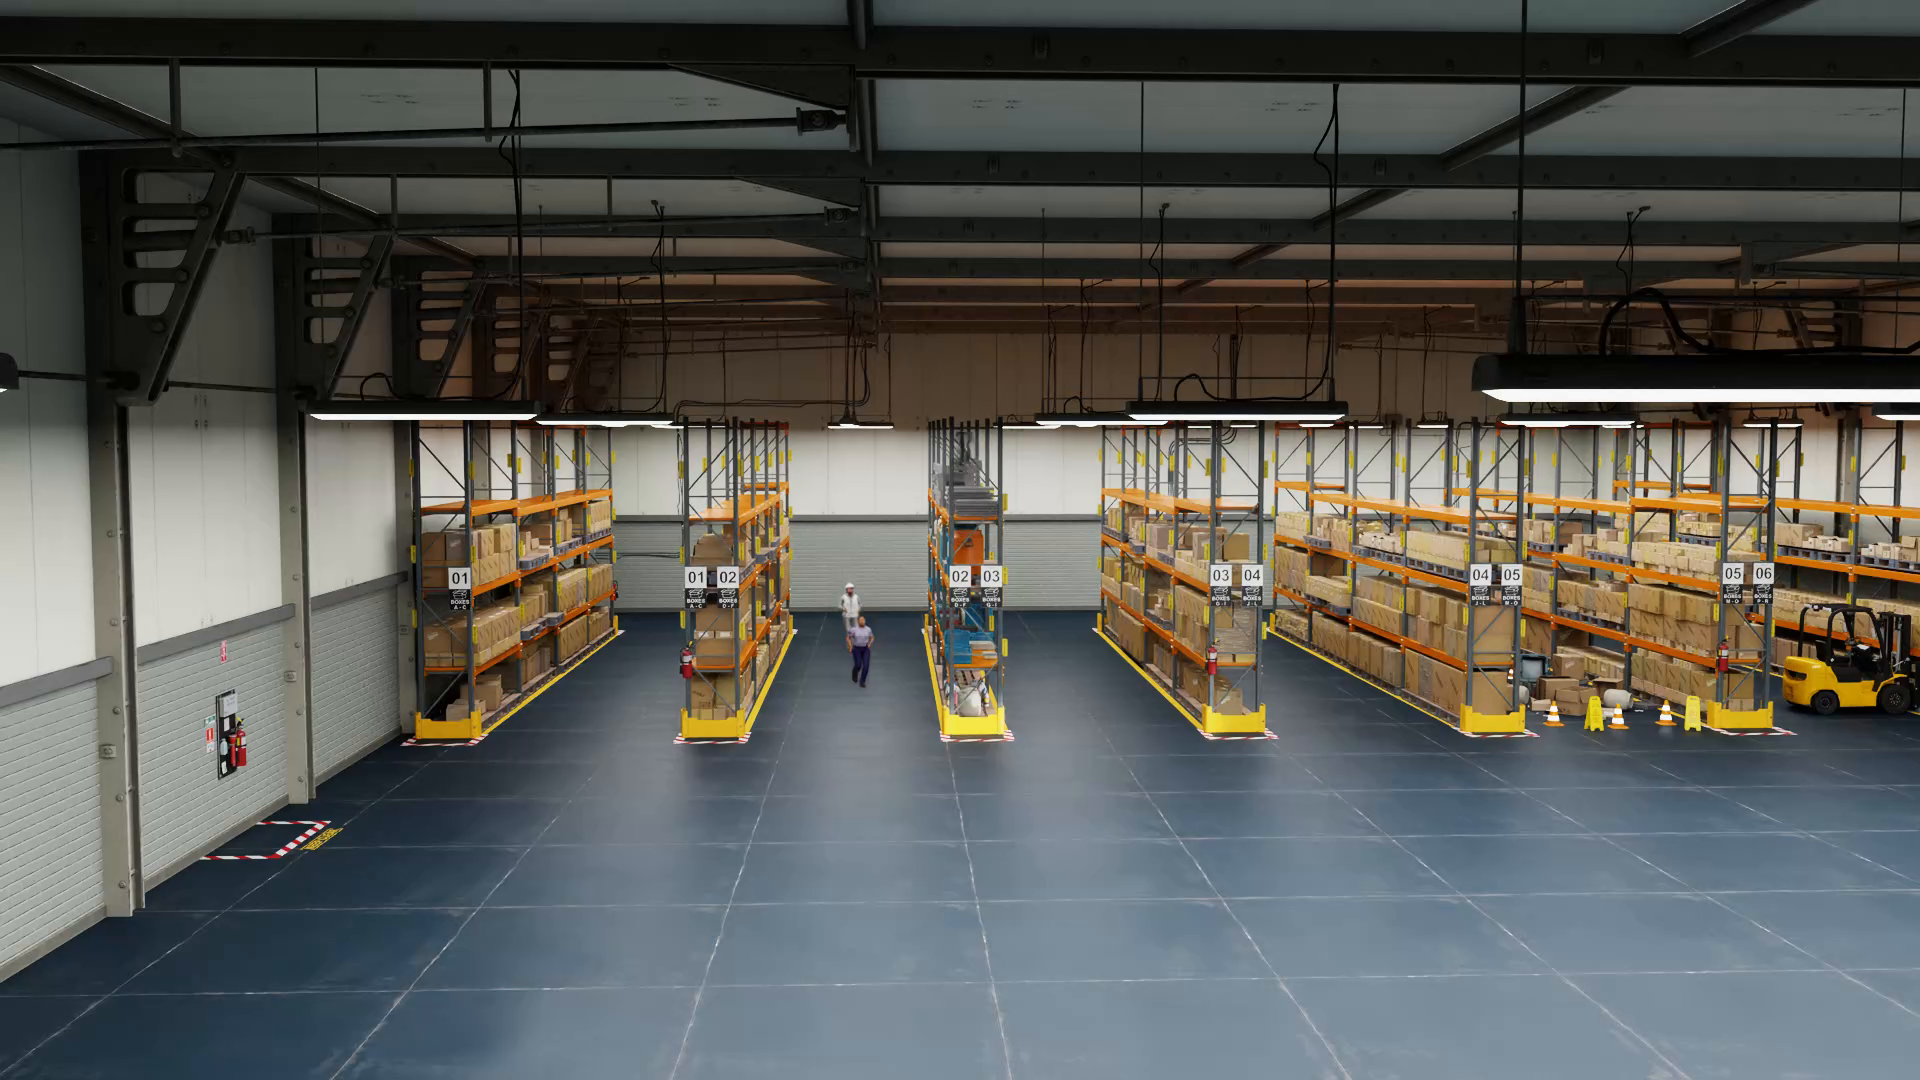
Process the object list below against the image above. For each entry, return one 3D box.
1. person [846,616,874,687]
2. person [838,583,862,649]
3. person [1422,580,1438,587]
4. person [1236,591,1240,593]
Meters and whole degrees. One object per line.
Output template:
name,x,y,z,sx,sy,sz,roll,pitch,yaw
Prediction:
person,-2.200,2.495,37.206,0.615,1.596,0.551,-1,4,-16
person,-2.864,2.005,43.657,0.652,1.725,0.586,-1,4,-13
person,13.862,1.603,49.379,0.976,1.767,0.718,1,4,8
person,7.552,1.827,46.951,0.698,1.729,1.061,-1,4,-14
